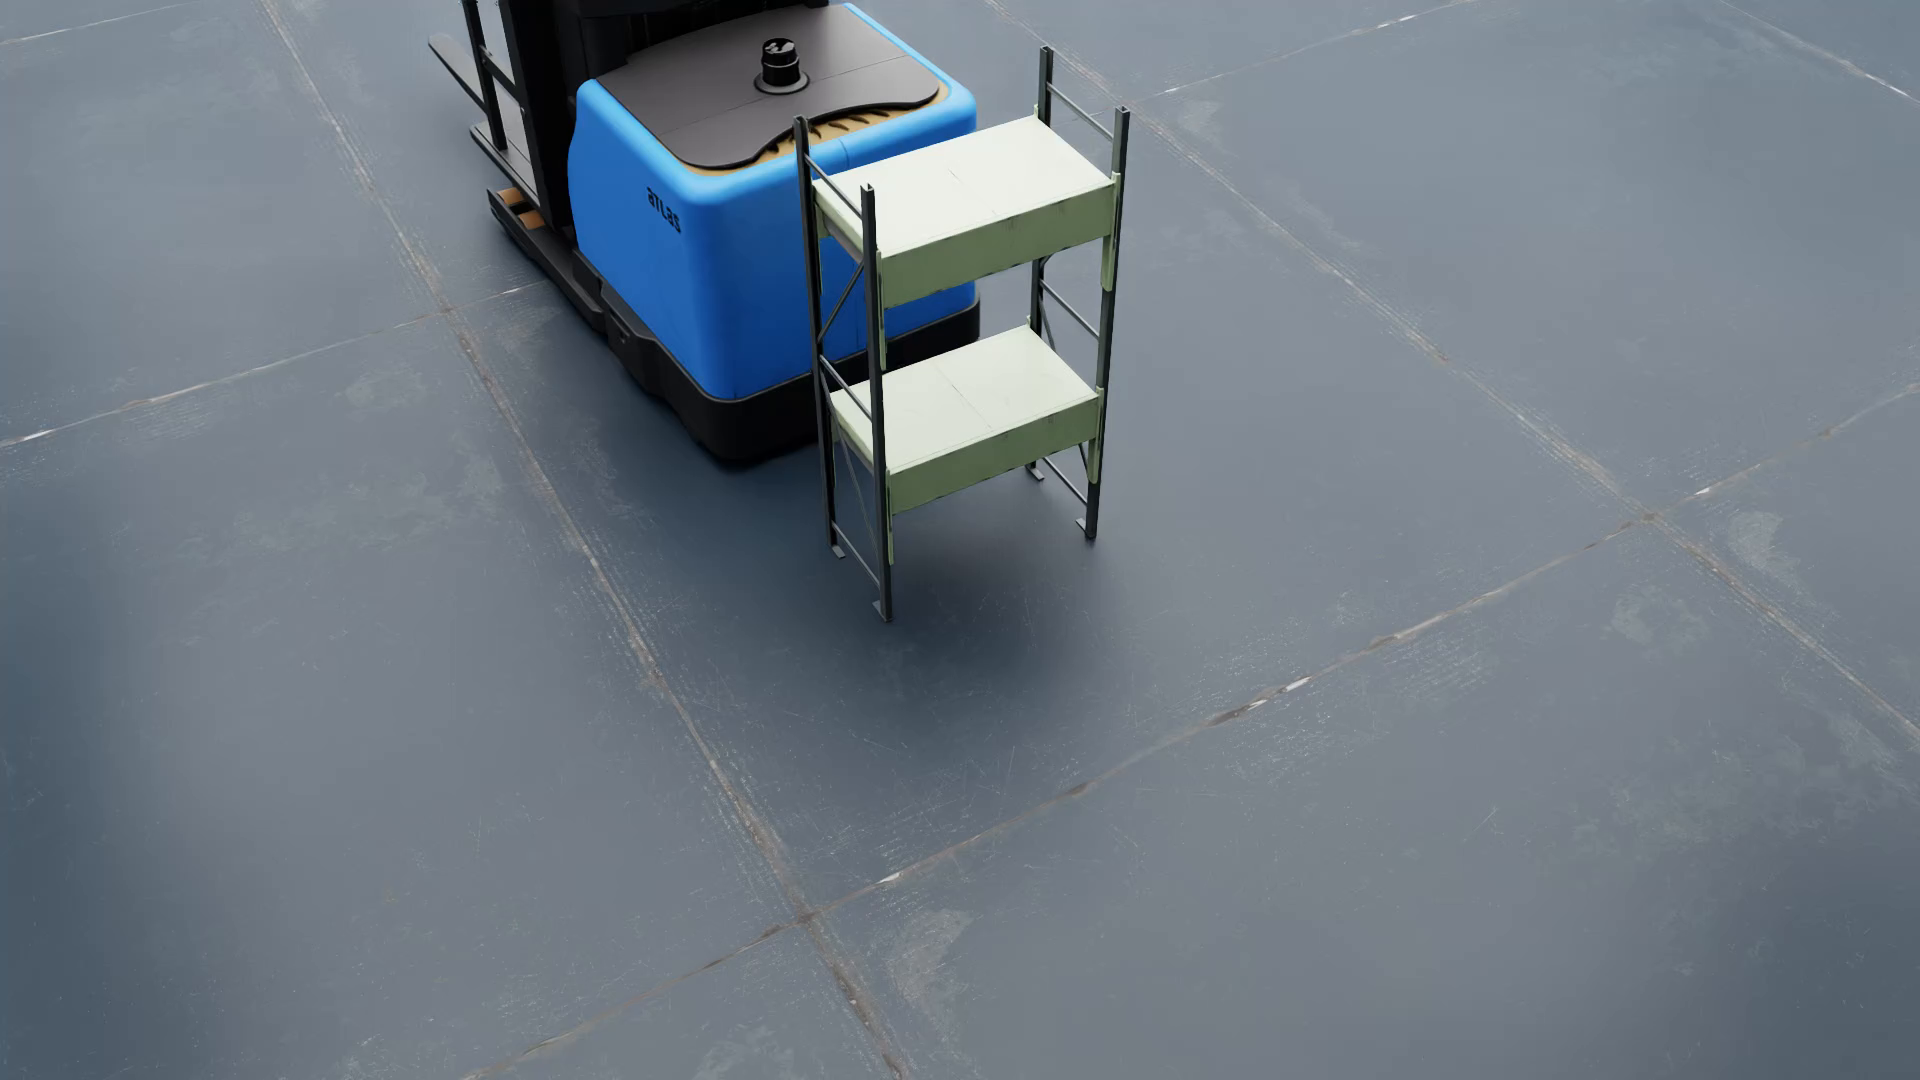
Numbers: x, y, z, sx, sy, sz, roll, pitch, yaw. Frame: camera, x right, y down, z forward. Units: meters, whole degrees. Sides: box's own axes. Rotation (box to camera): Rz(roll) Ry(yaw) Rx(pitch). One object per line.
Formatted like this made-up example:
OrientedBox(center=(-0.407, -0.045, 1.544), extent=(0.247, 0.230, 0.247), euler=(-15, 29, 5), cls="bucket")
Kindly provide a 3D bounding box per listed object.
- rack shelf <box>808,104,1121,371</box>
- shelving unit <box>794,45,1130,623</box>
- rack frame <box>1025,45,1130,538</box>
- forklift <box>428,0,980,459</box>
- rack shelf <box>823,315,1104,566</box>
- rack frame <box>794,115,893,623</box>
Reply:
OrientedBox(center=(0.006, -0.821, 4.458), extent=(0.720, 0.370, 0.431), euler=(-22, 48, -21), cls="rack shelf")
OrientedBox(center=(0.006, -0.541, 4.730), extent=(0.755, 1.500, 0.431), euler=(-22, 48, -21), cls="shelving unit")
OrientedBox(center=(0.323, -0.668, 4.861), extent=(0.023, 1.500, 0.400), euler=(-22, 48, -21), cls="rack frame")
OrientedBox(center=(-1.170, -2.313, 5.528), extent=(1.130, 2.935, 3.031), euler=(-25, 49, -24), cls="forklift")
OrientedBox(center=(0.006, -0.307, 4.957), extent=(0.720, 0.370, 0.431), euler=(-22, 48, -21), cls="rack shelf")
OrientedBox(center=(-0.312, -0.414, 4.599), extent=(0.023, 1.500, 0.400), euler=(-22, 48, -21), cls="rack frame")
